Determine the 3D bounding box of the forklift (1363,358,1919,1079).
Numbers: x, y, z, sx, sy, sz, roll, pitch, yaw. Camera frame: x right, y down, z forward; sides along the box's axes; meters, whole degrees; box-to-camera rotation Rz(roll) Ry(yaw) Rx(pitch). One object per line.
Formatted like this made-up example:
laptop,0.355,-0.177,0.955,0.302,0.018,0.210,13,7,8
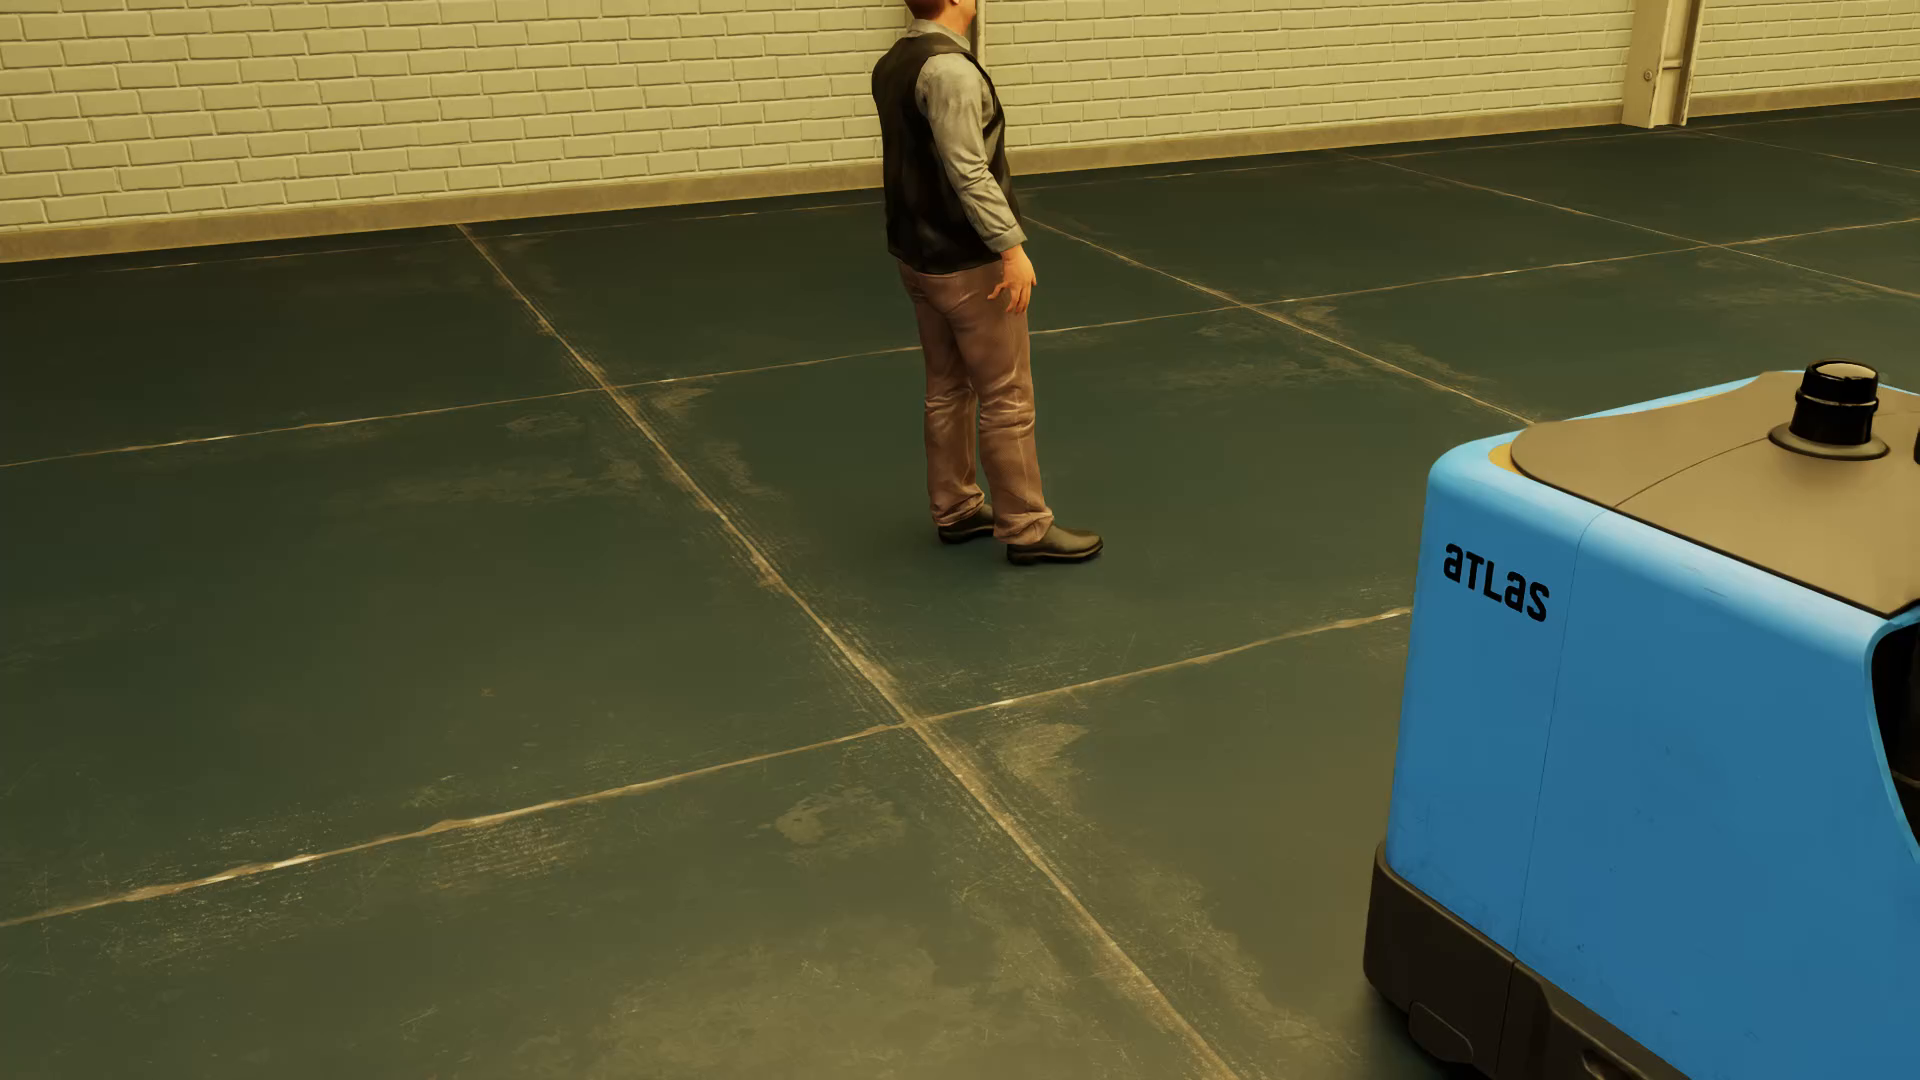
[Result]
forklift,1.908,-0.112,1.557,1.130,2.935,3.031,-13,26,-28

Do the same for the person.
person,0.059,-0.809,4.791,0.568,1.720,0.632,-10,25,-23
